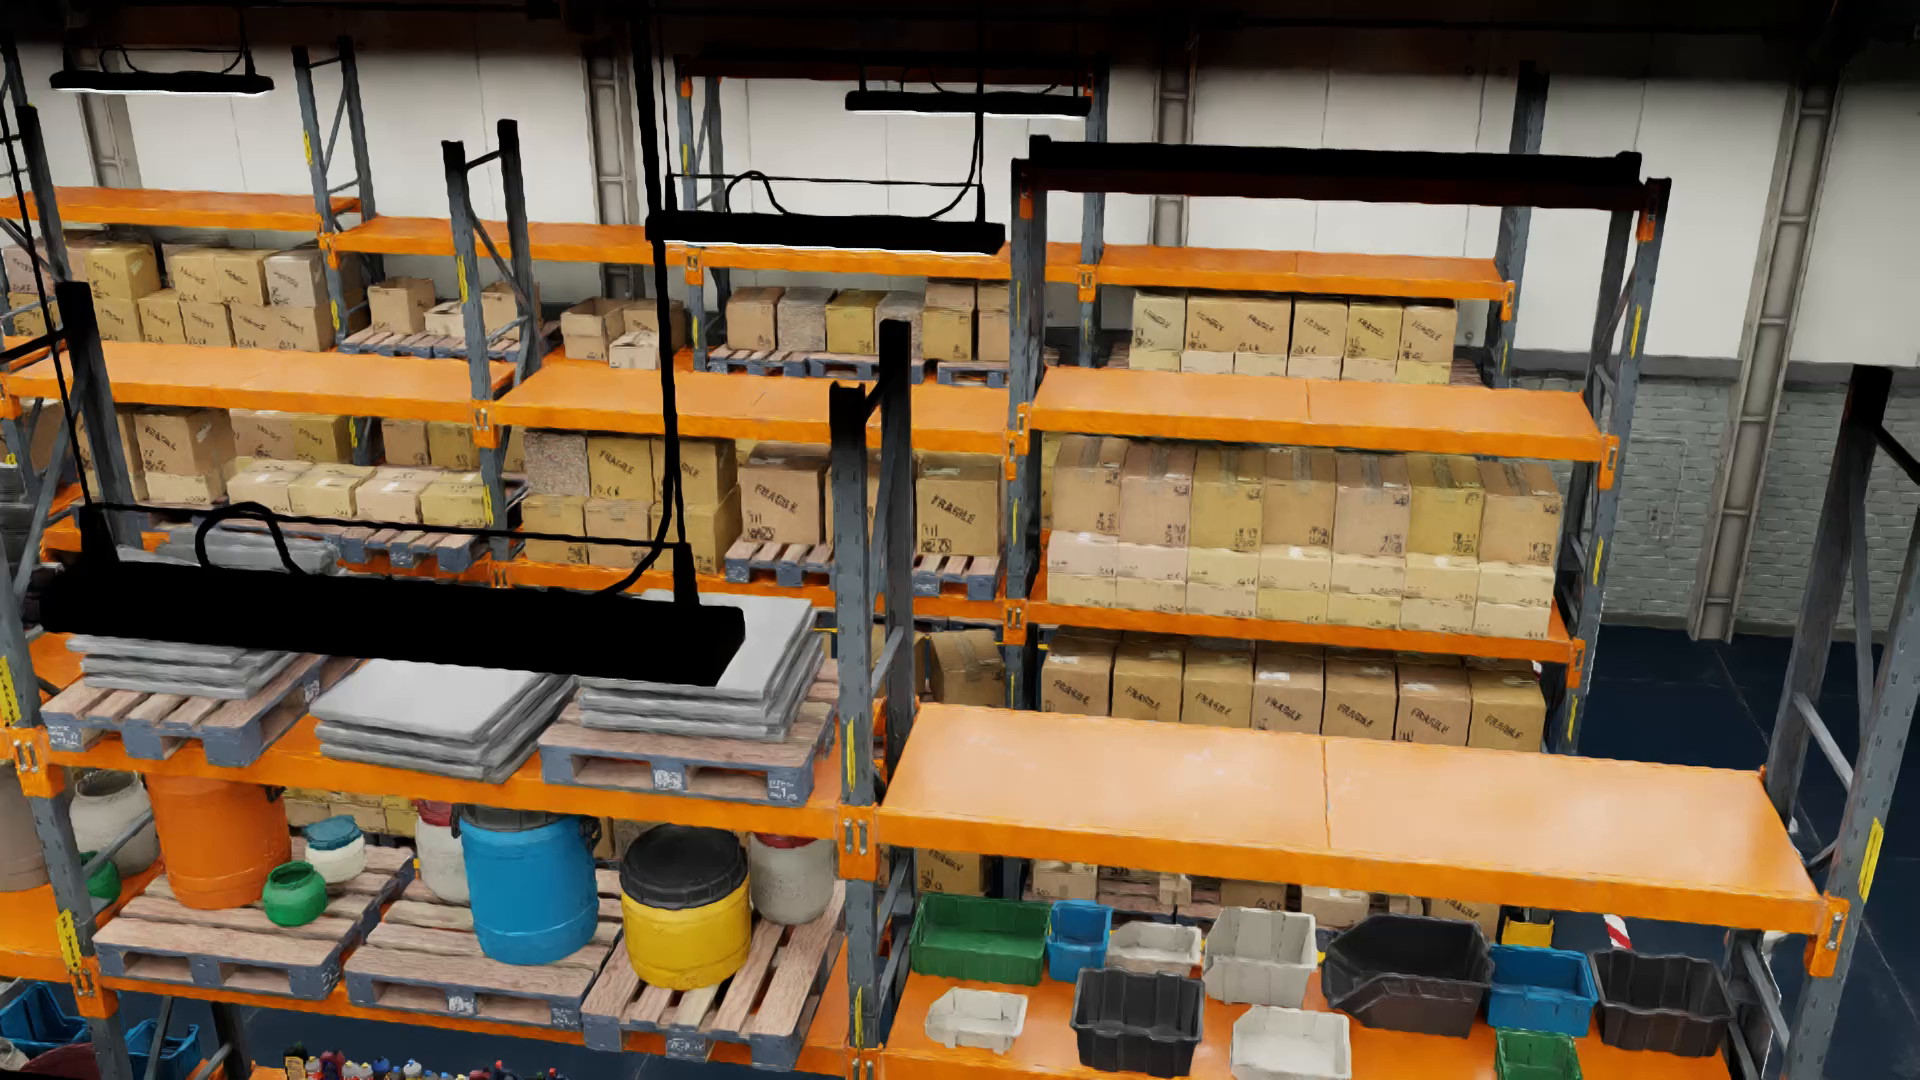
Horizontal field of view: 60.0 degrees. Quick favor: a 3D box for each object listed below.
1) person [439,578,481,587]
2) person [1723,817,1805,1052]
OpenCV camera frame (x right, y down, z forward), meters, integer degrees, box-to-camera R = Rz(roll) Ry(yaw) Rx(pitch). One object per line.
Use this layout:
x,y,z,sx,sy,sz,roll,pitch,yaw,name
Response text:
-5.289,0.388,17.514,0.825,1.482,0.612,-3,23,-7,person
5.648,2.732,11.711,0.579,1.743,0.606,-13,26,-28,person
